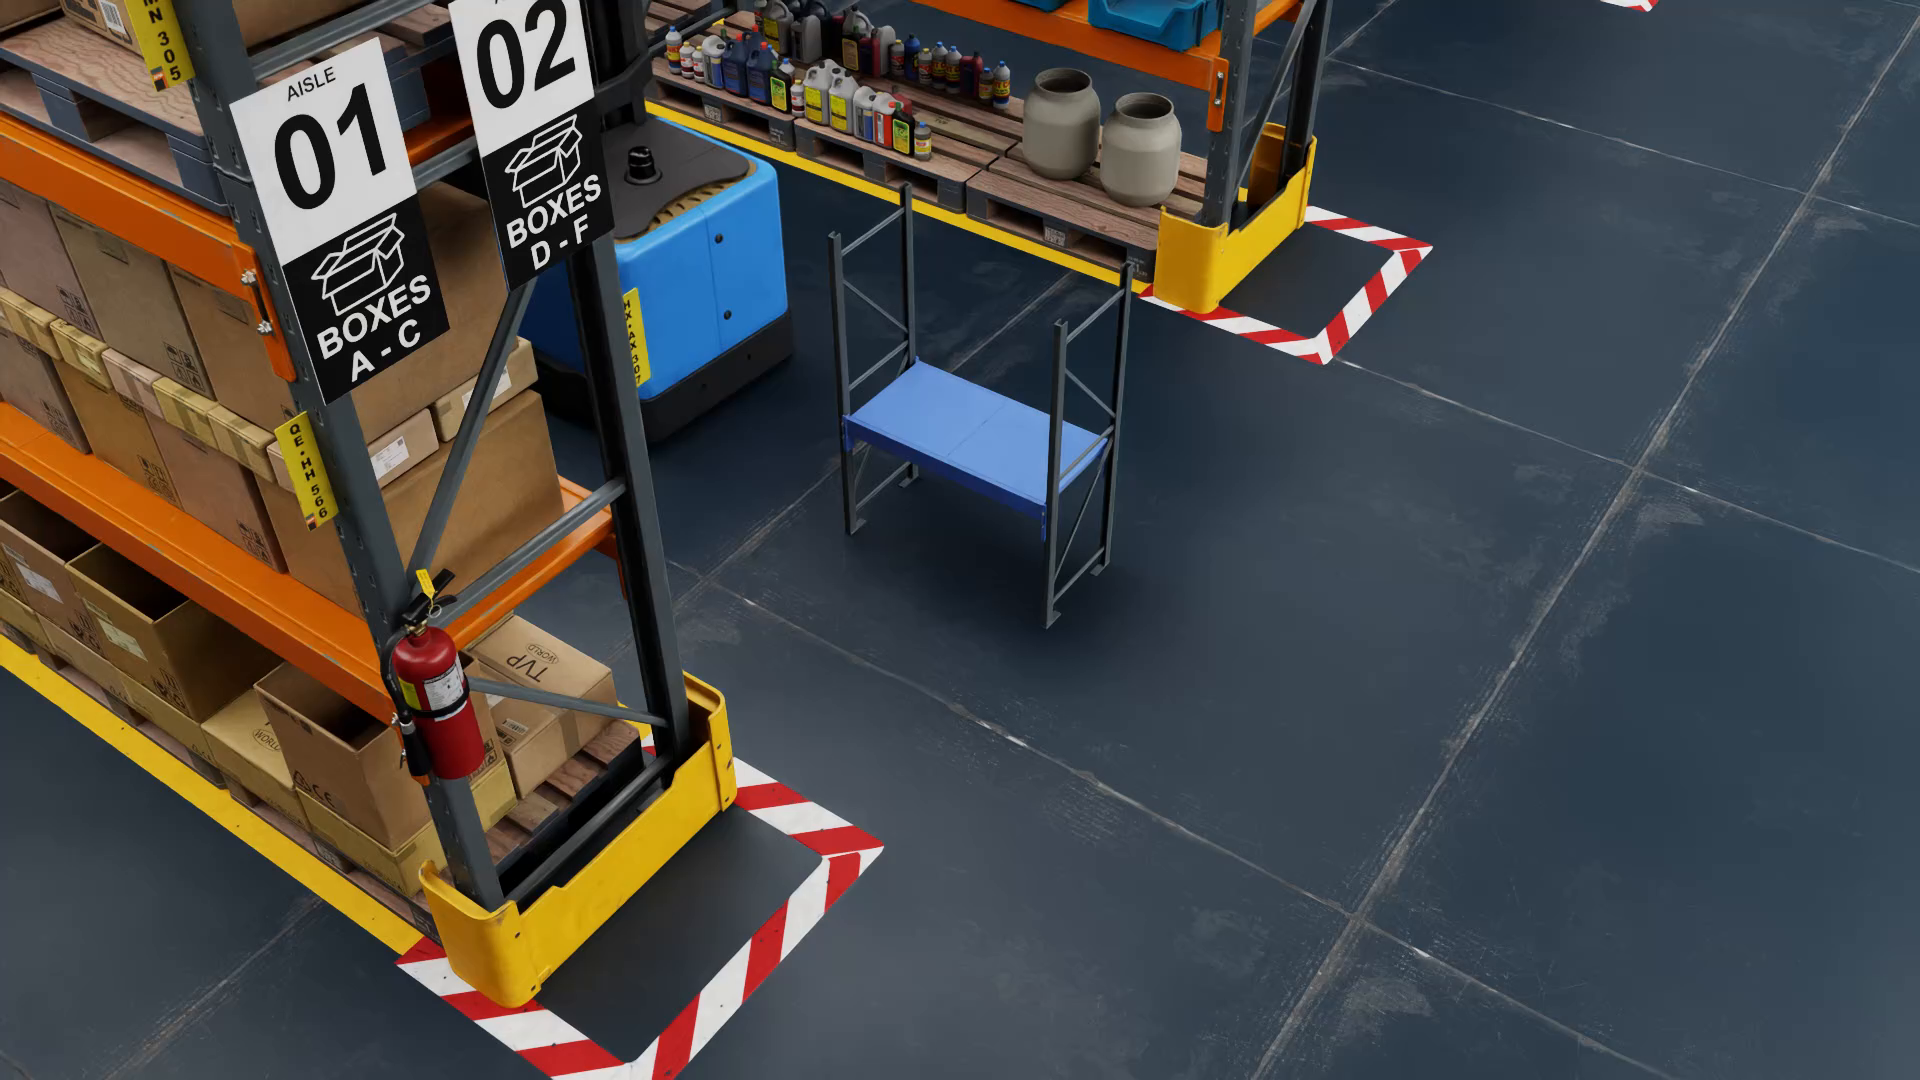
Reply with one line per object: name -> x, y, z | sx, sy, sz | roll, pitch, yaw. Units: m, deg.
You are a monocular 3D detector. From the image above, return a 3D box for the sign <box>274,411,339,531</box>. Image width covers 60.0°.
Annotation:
sign -> -1.623, -0.169, 4.144 | 0.005, 0.325, 0.100 | 25, 48, 25

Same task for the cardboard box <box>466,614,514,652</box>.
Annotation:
cardboard box -> -2.023, 0.411, 6.288 | 0.500, 0.250, 0.500 | 25, 48, 25

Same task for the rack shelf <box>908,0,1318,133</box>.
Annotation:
rack shelf -> -0.090, -3.141, 9.050 | 4.000, 0.370, 1.077 | 25, 48, 25

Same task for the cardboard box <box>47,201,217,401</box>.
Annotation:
cardboard box -> -2.152, -0.866, 4.920 | 0.500, 0.500, 0.700 | 24, 47, 24

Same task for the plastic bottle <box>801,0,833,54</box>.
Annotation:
plastic bottle -> -0.878, -3.189, 10.221 | 0.185, 0.351, 0.144 | 23, 47, 23

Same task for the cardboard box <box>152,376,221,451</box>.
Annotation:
cardboard box -> -2.146, -0.459, 4.952 | 0.250, 0.149, 0.380 | 24, 47, 25

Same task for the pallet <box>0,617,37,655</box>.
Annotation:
pallet -> -3.948, -0.106, 7.210 | 1.213, 0.211, 1.003 | 25, 48, 25

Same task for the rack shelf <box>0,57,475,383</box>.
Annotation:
rack shelf -> -2.937, -1.556, 5.030 | 4.000, 0.370, 1.077 | 25, 48, 25

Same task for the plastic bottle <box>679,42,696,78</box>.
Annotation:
plastic bottle -> -1.635, -2.896, 10.005 | 0.097, 0.201, 0.097 | 0, 42, 0

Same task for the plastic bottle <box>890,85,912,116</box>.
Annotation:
plastic bottle -> -0.338, -2.429, 9.422 | 0.133, 0.283, 0.061 | 25, 48, 25

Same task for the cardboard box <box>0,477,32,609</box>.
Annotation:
cardboard box -> -3.556, -0.152, 6.355 | 0.500, 0.500, 0.500 | 25, 48, 25

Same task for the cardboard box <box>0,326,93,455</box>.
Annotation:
cardboard box -> -2.944, -0.755, 5.769 | 0.500, 0.500, 0.700 | 27, 48, 27

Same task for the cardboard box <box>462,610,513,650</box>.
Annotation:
cardboard box -> -2.021, 0.131, 6.039 | 0.500, 0.500, 0.500 | 25, 48, 25

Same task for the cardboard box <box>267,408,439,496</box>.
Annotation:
cardboard box -> -1.722, -0.262, 4.732 | 0.250, 0.149, 0.380 | 24, 47, 25

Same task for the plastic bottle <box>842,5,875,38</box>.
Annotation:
plastic bottle -> -0.613, -3.065, 10.083 | 0.185, 0.351, 0.144 | 25, 47, 25

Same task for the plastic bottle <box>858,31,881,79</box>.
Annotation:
plastic bottle -> -0.543, -2.918, 9.968 | 0.133, 0.283, 0.061 | 25, 48, 25

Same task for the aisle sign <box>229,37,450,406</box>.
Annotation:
aisle sign -> -1.415, -0.724, 3.860 | 0.004, 0.787, 0.394 | 25, 48, 25

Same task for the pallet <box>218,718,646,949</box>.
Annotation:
pallet -> -1.950, 0.829, 6.166 | 1.213, 0.211, 1.003 | 25, 48, 25

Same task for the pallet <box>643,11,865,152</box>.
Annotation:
pallet -> -1.201, -2.856, 10.283 | 1.213, 0.211, 1.003 | 25, 48, 25

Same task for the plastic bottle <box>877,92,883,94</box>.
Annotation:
plastic bottle -> -0.456, -2.468, 9.528 | 0.097, 0.201, 0.097 | 0, 42, 0

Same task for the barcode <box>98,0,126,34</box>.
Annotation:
barcode -> -1.824, -1.127, 3.575 | 0.075, 0.075, 0.001 | 25, 48, 25

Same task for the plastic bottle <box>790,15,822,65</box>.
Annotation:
plastic bottle -> -0.942, -3.071, 10.145 | 0.135, 0.276, 0.152 | 25, 48, 25

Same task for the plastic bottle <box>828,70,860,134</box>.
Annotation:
plastic bottle -> -0.650, -2.510, 9.462 | 0.185, 0.351, 0.144 | 27, 48, 27

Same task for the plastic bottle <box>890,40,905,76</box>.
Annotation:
plastic bottle -> -0.370, -2.915, 10.027 | 0.097, 0.201, 0.097 | 0, 42, 0

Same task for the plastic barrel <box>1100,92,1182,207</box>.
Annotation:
plastic barrel -> 0.965, -2.083, 8.879 | 0.421, 0.512, 0.421 | 0, 42, 0

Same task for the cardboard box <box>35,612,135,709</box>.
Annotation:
cardboard box -> -3.143, 0.316, 6.395 | 0.500, 0.250, 0.500 | 25, 48, 25

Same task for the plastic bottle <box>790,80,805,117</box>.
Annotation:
plastic bottle -> -0.932, -2.567, 9.638 | 0.097, 0.201, 0.097 | 0, 42, 0

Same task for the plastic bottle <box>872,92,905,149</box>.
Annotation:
plastic bottle -> -0.398, -2.368, 9.359 | 0.135, 0.276, 0.152 | 25, 48, 26

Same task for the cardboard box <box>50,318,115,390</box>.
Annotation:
cardboard box -> -2.566, -0.657, 5.173 | 0.250, 0.149, 0.380 | 27, 48, 27

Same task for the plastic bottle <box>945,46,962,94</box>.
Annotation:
plastic bottle -> -0.039, -2.786, 9.830 | 0.097, 0.271, 0.097 | 0, 42, 0

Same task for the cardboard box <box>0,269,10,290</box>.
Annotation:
cardboard box -> -2.975, -1.250, 5.350 | 0.500, 0.500, 0.700 | 25, 48, 25

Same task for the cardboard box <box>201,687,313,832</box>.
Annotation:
cardboard box -> -2.325, 0.699, 5.967 | 0.500, 0.250, 0.500 | 25, 48, 25

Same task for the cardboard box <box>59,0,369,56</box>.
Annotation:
cardboard box -> -1.768, -1.528, 3.961 | 0.637, 0.503, 0.797 | 28, 49, 28

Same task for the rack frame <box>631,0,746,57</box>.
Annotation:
rack frame -> -1.727, -4.175, 9.666 | 0.127, 3.000, 1.000 | 25, 48, 25

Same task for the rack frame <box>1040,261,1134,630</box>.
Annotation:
rack frame -> 0.486, -0.332, 6.496 | 0.032, 1.500, 0.500 | 25, 48, 25

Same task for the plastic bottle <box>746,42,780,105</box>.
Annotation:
plastic bottle -> -1.150, -2.744, 9.724 | 0.185, 0.351, 0.144 | 23, 47, 24

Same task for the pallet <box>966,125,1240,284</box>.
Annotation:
pallet -> 0.796, -1.922, 9.239 | 1.213, 0.211, 1.003 | 25, 48, 25

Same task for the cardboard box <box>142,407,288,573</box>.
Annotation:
cardboard box -> -2.107, -0.362, 5.330 | 0.500, 0.500, 0.700 | 26, 48, 26

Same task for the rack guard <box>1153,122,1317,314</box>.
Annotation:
rack guard -> 1.458, -1.715, 8.792 | 0.348, 0.500, 1.175 | 25, 48, 25

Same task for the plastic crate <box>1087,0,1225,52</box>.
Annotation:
plastic crate -> 0.966, -2.616, 8.036 | 0.616, 0.251, 0.499 | 25, 48, 25

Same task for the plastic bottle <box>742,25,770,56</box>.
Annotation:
plastic bottle -> -1.222, -2.895, 9.892 | 0.185, 0.351, 0.144 | 25, 48, 25

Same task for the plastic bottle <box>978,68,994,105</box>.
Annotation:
plastic bottle -> 0.157, -2.669, 9.751 | 0.097, 0.201, 0.097 | 0, 42, 0

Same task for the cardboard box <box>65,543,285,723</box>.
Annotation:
cardboard box -> -2.737, 0.230, 5.928 | 0.500, 0.500, 0.500 | 25, 48, 25

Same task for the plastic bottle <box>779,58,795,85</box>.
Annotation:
plastic bottle -> -1.008, -2.678, 9.710 | 0.097, 0.271, 0.097 | 0, 42, 0

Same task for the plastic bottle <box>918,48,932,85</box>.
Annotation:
plastic bottle -> -0.202, -2.836, 9.939 | 0.097, 0.201, 0.097 | 0, 42, 0

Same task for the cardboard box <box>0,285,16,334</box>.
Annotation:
cardboard box -> -2.993, -0.855, 5.394 | 0.250, 0.149, 0.380 | 24, 47, 25

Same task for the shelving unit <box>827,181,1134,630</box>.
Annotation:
shelving unit -> 0.070, -0.526, 6.713 | 1.048, 1.500, 0.538 | 25, 48, 25

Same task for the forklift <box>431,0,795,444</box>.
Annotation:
forklift -> -2.282, -2.355, 7.684 | 3.031, 2.935, 1.130 | 28, 49, 28

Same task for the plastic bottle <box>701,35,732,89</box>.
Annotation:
plastic bottle -> -1.438, -2.854, 9.902 | 0.135, 0.276, 0.152 | 27, 48, 27

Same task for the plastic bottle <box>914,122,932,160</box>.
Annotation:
plastic bottle -> -0.208, -2.228, 9.260 | 0.097, 0.201, 0.097 | 0, 42, 0

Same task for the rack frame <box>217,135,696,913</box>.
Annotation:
rack frame -> -1.300, 0.059, 4.934 | 0.127, 3.000, 1.000 | 25, 48, 25
